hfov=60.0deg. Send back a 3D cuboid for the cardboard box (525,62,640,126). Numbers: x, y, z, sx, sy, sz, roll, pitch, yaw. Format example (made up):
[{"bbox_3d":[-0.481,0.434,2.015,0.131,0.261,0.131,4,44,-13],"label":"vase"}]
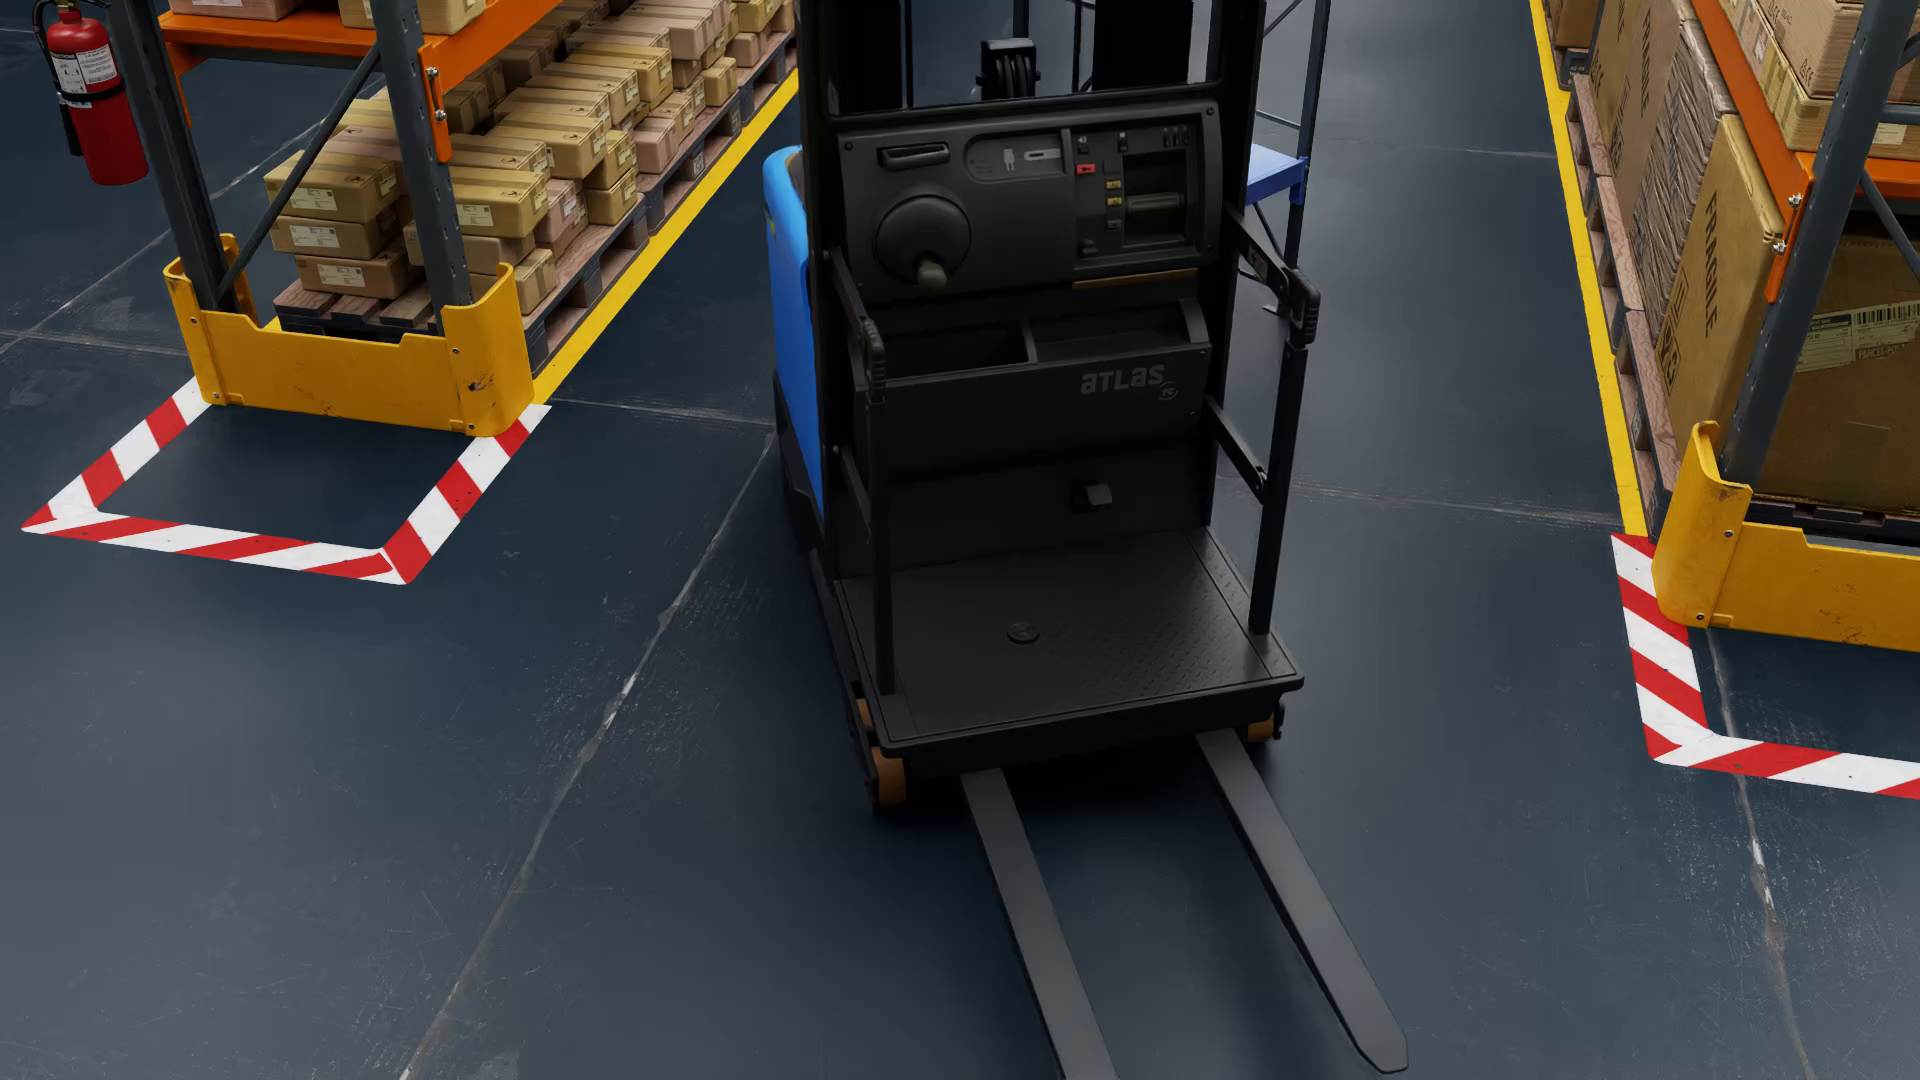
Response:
[{"bbox_3d":[-1.532,-1.815,6.763,0.380,0.149,0.250,9,37,12],"label":"cardboard box"}]

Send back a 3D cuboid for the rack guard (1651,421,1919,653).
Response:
[{"bbox_3d":[2.682,0.017,4.801,1.175,0.500,0.348,7,37,10],"label":"rack guard"}]

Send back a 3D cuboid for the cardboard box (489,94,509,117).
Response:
[{"bbox_3d":[-2.095,-1.760,6.940,0.380,0.149,0.250,8,37,11],"label":"cardboard box"}]

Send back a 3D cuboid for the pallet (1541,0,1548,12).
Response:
[{"bbox_3d":[3.891,-3.327,9.660,1.003,0.211,1.213,7,37,10],"label":"pallet"}]

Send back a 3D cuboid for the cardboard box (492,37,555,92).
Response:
[{"bbox_3d":[-1.945,-2.020,7.046,0.380,0.149,0.250,6,36,8],"label":"cardboard box"}]

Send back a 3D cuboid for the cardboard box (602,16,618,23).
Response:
[{"bbox_3d":[-1.797,-2.341,7.741,0.380,0.149,0.250,9,37,12],"label":"cardboard box"}]

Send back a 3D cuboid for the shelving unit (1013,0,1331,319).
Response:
[{"bbox_3d":[0.726,-1.374,5.868,1.048,1.500,0.538,-28,45,-33],"label":"shelving unit"}]

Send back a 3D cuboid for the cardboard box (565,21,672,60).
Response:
[{"bbox_3d":[-1.471,-2.116,7.178,0.380,0.149,0.250,7,37,10],"label":"cardboard box"}]

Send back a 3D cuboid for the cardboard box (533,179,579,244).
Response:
[{"bbox_3d":[-1.660,-1.243,6.227,0.380,0.149,0.250,7,37,10],"label":"cardboard box"}]

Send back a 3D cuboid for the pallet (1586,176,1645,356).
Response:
[{"bbox_3d":[3.045,-1.045,6.513,1.003,0.211,1.213,7,37,10],"label":"pallet"}]

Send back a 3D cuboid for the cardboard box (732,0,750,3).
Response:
[{"bbox_3d":[-1.166,-2.707,7.993,0.380,0.149,0.250,7,37,10],"label":"cardboard box"}]

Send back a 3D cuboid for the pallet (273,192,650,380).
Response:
[{"bbox_3d":[-1.912,-1.064,6.539,1.003,0.211,1.213,7,37,10],"label":"pallet"}]

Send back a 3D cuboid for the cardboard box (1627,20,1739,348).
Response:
[{"bbox_3d":[2.940,-1.217,5.826,0.875,0.875,0.875,7,37,10],"label":"cardboard box"}]

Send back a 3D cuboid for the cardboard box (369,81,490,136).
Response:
[{"bbox_3d":[-2.113,-1.722,6.635,0.380,0.149,0.250,6,36,8],"label":"cardboard box"}]

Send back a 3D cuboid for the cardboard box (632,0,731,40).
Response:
[{"bbox_3d":[-1.265,-2.401,7.571,0.380,0.149,0.250,6,36,8],"label":"cardboard box"}]

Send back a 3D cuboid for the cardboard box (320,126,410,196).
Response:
[{"bbox_3d":[-2.161,-1.417,6.214,0.380,0.149,0.250,8,37,11],"label":"cardboard box"}]

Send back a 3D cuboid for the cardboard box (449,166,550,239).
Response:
[{"bbox_3d":[-1.693,-1.203,5.918,0.380,0.149,0.250,6,36,8],"label":"cardboard box"}]

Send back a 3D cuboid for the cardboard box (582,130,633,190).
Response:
[{"bbox_3d":[-1.533,-1.528,6.620,0.380,0.149,0.250,8,37,11],"label":"cardboard box"}]

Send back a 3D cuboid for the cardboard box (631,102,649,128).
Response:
[{"bbox_3d":[-1.552,-1.853,7.068,0.380,0.149,0.250,9,37,12],"label":"cardboard box"}]

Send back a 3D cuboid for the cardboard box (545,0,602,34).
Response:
[{"bbox_3d":[-1.826,-2.311,7.447,0.380,0.149,0.250,6,36,8],"label":"cardboard box"}]

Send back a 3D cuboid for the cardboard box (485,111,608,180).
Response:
[{"bbox_3d":[-1.572,-1.505,6.334,0.380,0.149,0.250,7,37,10],"label":"cardboard box"}]

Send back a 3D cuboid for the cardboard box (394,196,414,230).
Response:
[{"bbox_3d":[-2.194,-1.306,6.314,0.380,0.149,0.250,6,36,9],"label":"cardboard box"}]

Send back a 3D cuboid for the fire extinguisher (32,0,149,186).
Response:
[{"bbox_3d":[-2.641,-1.420,5.037,0.296,0.674,0.183,7,37,10],"label":"fire extinguisher"}]

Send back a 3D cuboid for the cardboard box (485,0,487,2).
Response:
[{"bbox_3d":[-1.733,-1.883,5.506,0.380,0.149,0.250,9,37,12],"label":"cardboard box"}]

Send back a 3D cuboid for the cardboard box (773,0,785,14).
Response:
[{"bbox_3d":[-1.084,-2.741,8.294,0.380,0.149,0.250,6,36,8],"label":"cardboard box"}]

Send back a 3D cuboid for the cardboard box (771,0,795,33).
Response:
[{"bbox_3d":[-1.033,-2.730,8.532,0.380,0.149,0.250,8,37,11],"label":"cardboard box"}]

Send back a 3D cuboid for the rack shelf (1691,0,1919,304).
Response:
[{"bbox_3d":[3.115,-1.864,5.879,1.077,0.370,4.000,7,37,10],"label":"rack shelf"}]

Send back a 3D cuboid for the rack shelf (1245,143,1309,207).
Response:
[{"bbox_3d":[0.726,-1.229,5.974,1.000,0.185,0.538,-28,45,-33],"label":"rack shelf"}]

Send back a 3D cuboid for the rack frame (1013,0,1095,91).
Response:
[{"bbox_3d":[0.353,-1.172,5.589,0.032,1.500,0.500,-28,45,-33],"label":"rack frame"}]

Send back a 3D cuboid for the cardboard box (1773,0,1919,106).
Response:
[{"bbox_3d":[2.532,-1.380,4.472,0.500,0.250,0.500,7,36,9],"label":"cardboard box"}]

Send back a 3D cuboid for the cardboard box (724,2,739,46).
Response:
[{"bbox_3d":[-1.274,-2.454,7.897,0.380,0.149,0.250,8,37,10],"label":"cardboard box"}]

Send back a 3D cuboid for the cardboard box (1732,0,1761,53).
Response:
[{"bbox_3d":[2.605,-1.589,5.101,0.380,0.149,0.250,8,37,11],"label":"cardboard box"}]

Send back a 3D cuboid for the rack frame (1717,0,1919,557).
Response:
[{"bbox_3d":[2.687,-1.009,4.086,1.000,3.000,0.127,7,37,10],"label":"rack frame"}]

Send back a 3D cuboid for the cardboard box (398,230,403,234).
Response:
[{"bbox_3d":[-2.272,-1.192,6.411,0.380,0.149,0.250,8,37,11],"label":"cardboard box"}]

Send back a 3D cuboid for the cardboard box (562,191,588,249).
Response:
[{"bbox_3d":[-1.690,-1.268,6.515,0.380,0.149,0.250,8,37,10],"label":"cardboard box"}]

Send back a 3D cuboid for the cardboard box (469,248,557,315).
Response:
[{"bbox_3d":[-1.712,-0.965,6.096,0.380,0.149,0.250,8,37,11],"label":"cardboard box"}]

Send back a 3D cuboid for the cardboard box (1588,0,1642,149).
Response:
[{"bbox_3d":[3.323,-2.244,7.242,0.875,0.875,0.875,7,37,10],"label":"cardboard box"}]

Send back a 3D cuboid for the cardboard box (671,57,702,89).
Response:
[{"bbox_3d":[-1.386,-2.154,7.484,0.380,0.149,0.250,6,36,8],"label":"cardboard box"}]

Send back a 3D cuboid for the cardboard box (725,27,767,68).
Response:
[{"bbox_3d":[-1.164,-2.432,8.121,0.380,0.149,0.250,6,36,8],"label":"cardboard box"}]

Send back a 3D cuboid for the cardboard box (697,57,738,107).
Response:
[{"bbox_3d":[-1.254,-2.137,7.713,0.380,0.149,0.250,7,37,10],"label":"cardboard box"}]

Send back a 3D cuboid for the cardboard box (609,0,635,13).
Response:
[{"bbox_3d":[-1.714,-2.613,7.864,0.380,0.149,0.250,6,36,9],"label":"cardboard box"}]

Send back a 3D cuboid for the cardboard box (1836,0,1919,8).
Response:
[{"bbox_3d":[2.535,-1.685,4.254,0.500,0.500,0.500,8,37,11],"label":"cardboard box"}]

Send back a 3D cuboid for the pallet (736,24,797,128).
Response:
[{"bbox_3d":[-1.391,-2.463,8.469,1.003,0.211,1.213,7,37,10],"label":"pallet"}]

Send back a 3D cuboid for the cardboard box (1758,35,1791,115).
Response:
[{"bbox_3d":[2.496,-1.302,4.704,0.380,0.149,0.250,8,37,10],"label":"cardboard box"}]

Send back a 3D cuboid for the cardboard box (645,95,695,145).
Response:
[{"bbox_3d":[-1.394,-1.853,7.322,0.380,0.149,0.250,7,37,10],"label":"cardboard box"}]

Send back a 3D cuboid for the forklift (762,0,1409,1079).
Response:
[{"bbox_3d":[0.231,-0.747,3.783,1.130,2.935,3.031,-8,37,-11],"label":"forklift"}]

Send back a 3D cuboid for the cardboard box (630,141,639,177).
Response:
[{"bbox_3d":[-1.566,-1.559,6.917,0.380,0.149,0.250,7,37,10],"label":"cardboard box"}]
